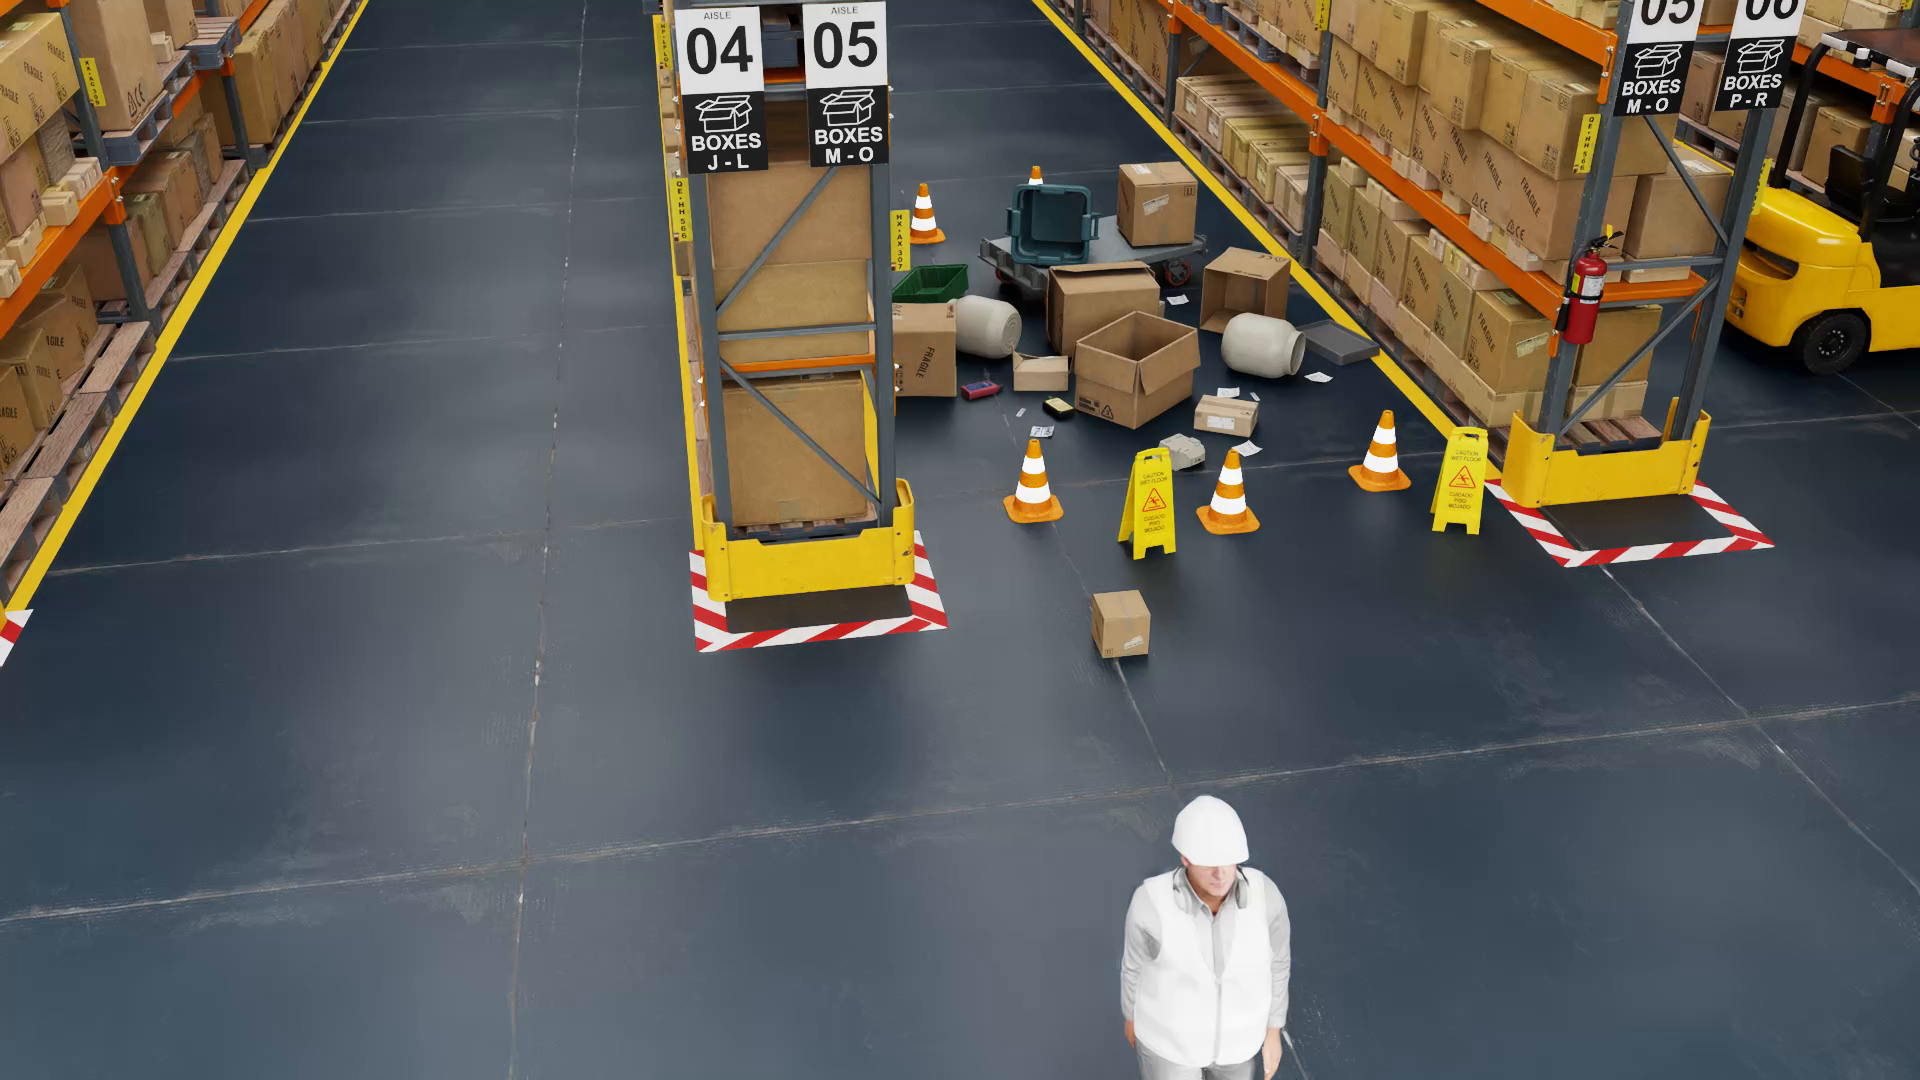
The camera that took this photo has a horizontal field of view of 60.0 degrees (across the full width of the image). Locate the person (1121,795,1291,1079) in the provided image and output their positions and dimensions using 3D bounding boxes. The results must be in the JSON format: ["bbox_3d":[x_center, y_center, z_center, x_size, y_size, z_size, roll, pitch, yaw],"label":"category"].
[{"bbox_3d":[0.784,1.511,5.486,0.538,1.686,0.718,-5,31,-8],"label":"person"}]
